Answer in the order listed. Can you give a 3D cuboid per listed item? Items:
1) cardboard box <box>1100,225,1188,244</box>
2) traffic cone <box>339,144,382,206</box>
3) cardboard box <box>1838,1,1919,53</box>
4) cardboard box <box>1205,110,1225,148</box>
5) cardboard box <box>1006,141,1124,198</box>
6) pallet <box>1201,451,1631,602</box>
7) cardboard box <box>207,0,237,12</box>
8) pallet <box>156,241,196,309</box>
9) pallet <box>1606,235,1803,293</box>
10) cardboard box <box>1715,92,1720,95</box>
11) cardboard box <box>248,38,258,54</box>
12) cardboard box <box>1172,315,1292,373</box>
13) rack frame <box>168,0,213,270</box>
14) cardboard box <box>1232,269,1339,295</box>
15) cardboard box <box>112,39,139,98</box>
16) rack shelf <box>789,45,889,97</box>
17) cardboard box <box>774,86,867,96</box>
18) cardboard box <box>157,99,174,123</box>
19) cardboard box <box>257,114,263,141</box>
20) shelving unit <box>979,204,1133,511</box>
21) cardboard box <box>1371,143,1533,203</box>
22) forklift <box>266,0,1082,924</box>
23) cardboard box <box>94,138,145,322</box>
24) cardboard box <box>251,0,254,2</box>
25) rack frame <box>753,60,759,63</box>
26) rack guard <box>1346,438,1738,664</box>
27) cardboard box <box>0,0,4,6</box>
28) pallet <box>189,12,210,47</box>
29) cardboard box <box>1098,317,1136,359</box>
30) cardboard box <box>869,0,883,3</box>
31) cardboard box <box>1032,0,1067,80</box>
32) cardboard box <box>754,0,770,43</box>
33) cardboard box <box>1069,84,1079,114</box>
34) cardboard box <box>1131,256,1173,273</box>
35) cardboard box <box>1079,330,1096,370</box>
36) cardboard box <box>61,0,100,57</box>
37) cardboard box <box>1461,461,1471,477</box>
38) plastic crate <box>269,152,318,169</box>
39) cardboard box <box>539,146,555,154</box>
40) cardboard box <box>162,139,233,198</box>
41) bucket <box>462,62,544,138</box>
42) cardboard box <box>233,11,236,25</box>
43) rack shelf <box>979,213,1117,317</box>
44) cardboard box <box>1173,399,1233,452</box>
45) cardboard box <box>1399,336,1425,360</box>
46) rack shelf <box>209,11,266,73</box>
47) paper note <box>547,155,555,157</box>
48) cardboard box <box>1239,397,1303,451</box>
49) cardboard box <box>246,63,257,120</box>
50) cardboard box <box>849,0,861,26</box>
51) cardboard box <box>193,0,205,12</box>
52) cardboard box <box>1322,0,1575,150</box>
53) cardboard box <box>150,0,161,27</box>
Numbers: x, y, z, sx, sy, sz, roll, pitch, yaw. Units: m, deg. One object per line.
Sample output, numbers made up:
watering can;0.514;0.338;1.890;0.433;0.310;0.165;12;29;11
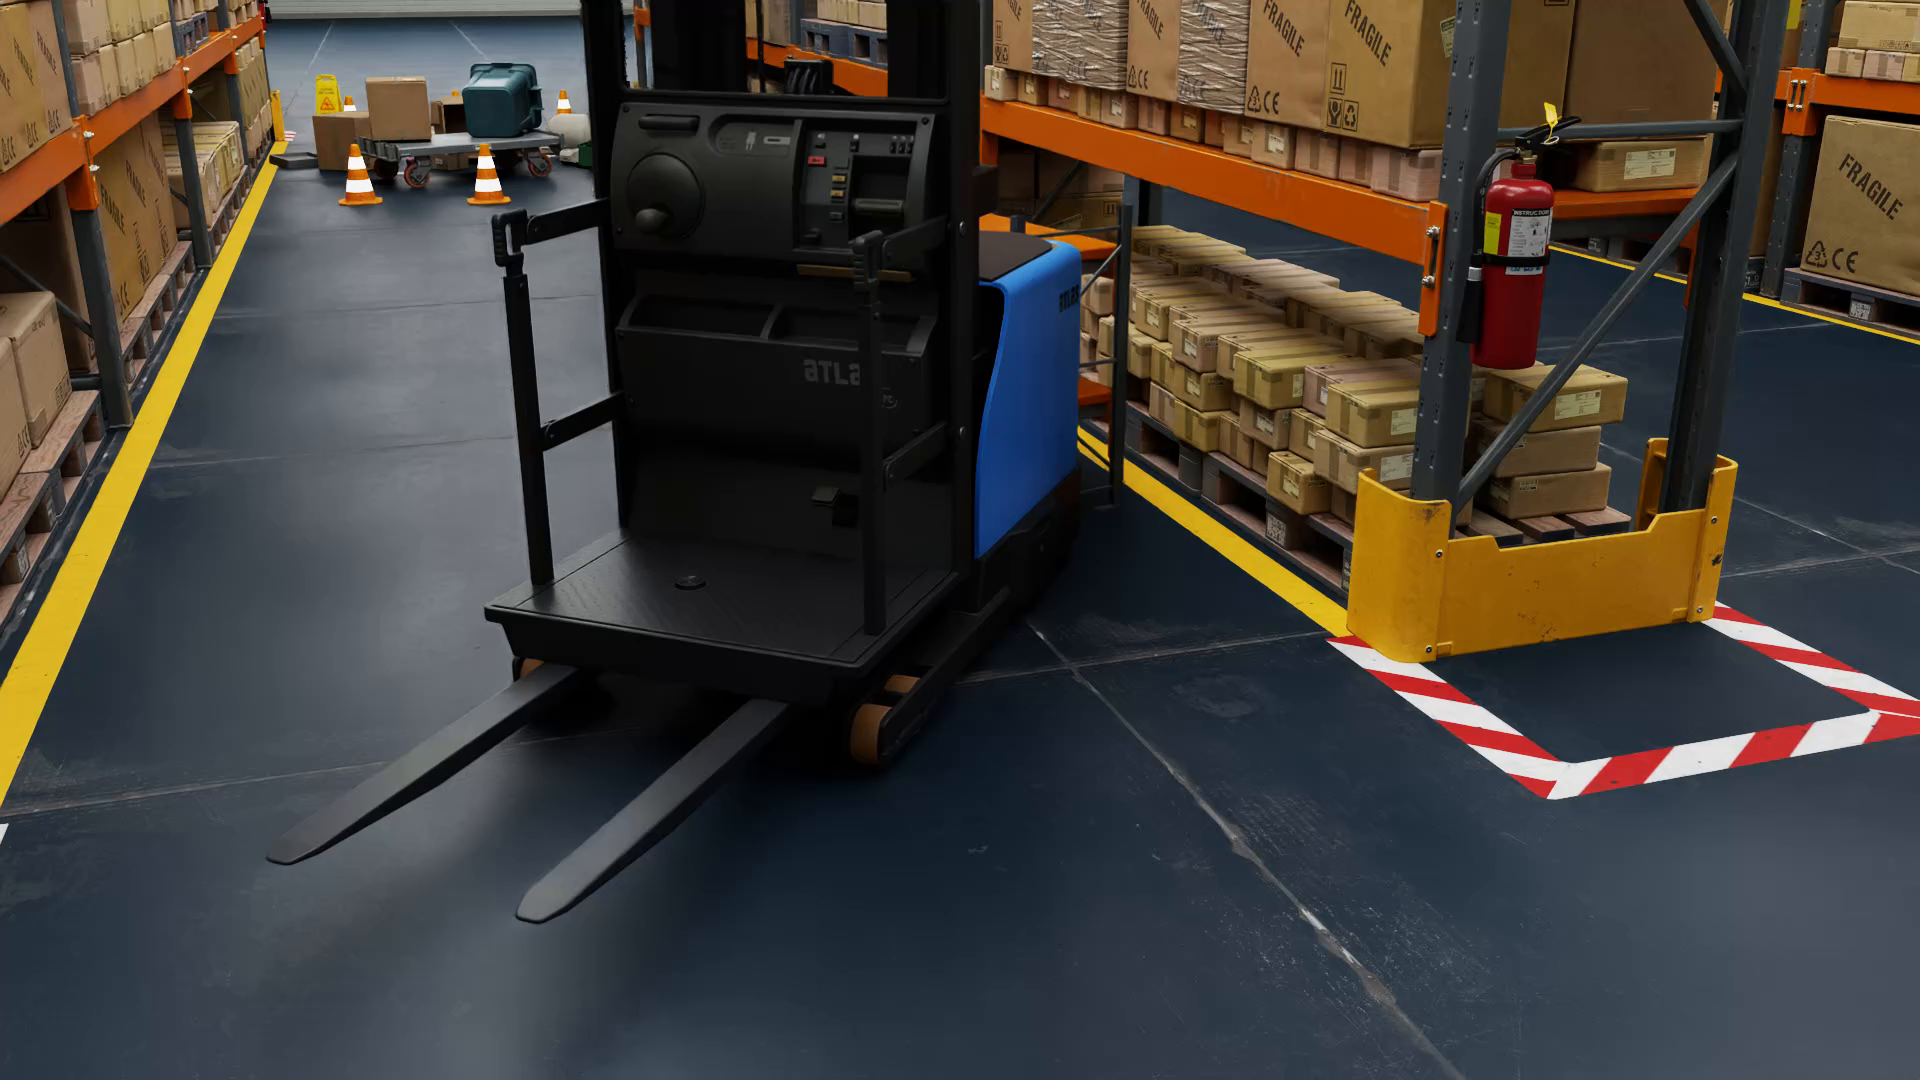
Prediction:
cardboard box;0.915;-1.467;8.280;0.380;0.149;0.250;-6;21;-16
traffic cone;-4.907;-2.984;13.539;0.336;0.463;0.334;-6;21;-17
cardboard box;5.195;-2.803;9.065;0.500;0.250;0.500;-7;21;-18
cardboard box;1.121;-1.513;6.064;0.380;0.149;0.250;-7;21;-19
cardboard box;0.574;-2.057;9.174;0.500;0.250;0.500;-7;21;-20
pallet;1.567;-0.111;5.912;1.003;0.211;1.213;-6;21;-17
cardboard box;-6.500;-4.785;14.212;0.500;0.500;0.500;-6;21;-17
pallet;-5.193;-1.570;9.975;1.003;0.211;1.213;-6;21;-17
pallet;4.982;-1.840;10.726;1.003;0.211;1.213;-6;21;-17
cardboard box;4.794;-2.600;11.240;1.225;0.875;0.875;-7;21;-19
cardboard box;-7.129;-4.851;16.362;0.380;0.149;0.250;-6;21;-16
cardboard box;1.021;-0.740;6.254;0.380;0.149;0.250;-6;21;-15
rack frame;-5.369;-3.143;10.230;1.000;3.000;0.127;-6;21;-17
cardboard box;1.394;-1.056;7.137;0.380;0.149;0.250;-7;21;-19
cardboard box;-4.309;-2.290;8.077;0.500;0.250;0.500;-7;21;-18
rack shelf;-0.073;-2.721;10.119;1.077;0.370;4.000;-6;21;-17
cardboard box;-0.807;-3.045;12.664;1.050;0.750;0.750;-7;21;-18
cardboard box;-7.067;-3.845;14.520;0.500;0.500;0.500;-7;21;-18
cardboard box;-6.903;-3.888;15.751;0.500;0.250;0.500;-7;21;-18
shelving unit;0.125;-0.764;6.380;0.538;1.125;1.048;-12;23;-30
cardboard box;1.442;-1.091;4.887;0.380;0.149;0.250;-6;21;-17
forklift;-0.583;-0.951;4.228;1.130;2.935;3.031;7;21;20
cardboard box;-4.674;-1.537;8.279;0.875;0.875;0.875;-6;21;-16
cardboard box;-7.298;-5.591;16.458;0.500;0.500;0.500;-6;21;-17
rack frame;-1.959;-4.985;15.358;1.000;3.000;0.127;-6;21;-17
rack guard;1.789;0.018;5.127;1.175;0.500;0.348;-6;21;-17
cardboard box;-3.380;-1.929;5.223;0.500;0.500;0.500;-6;21;-16
pallet;-6.030;-3.684;12.019;1.003;0.211;1.213;-6;21;-17
cardboard box;0.807;-0.852;7.007;0.380;0.149;0.250;-7;21;-18
cardboard box;-0.334;-3.331;10.064;0.380;0.149;0.250;-7;21;-18
cardboard box;0.635;-2.261;7.186;0.500;0.500;0.500;-6;21;-17
cardboard box;-1.253;-4.025;12.536;0.500;0.500;0.500;-6;21;-17
cardboard box;0.699;-1.931;7.227;0.380;0.149;0.250;-7;21;-20
cardboard box;0.728;-1.169;7.451;0.380;0.149;0.250;-7;21;-19
cardboard box;0.704;-0.887;7.545;0.380;0.149;0.250;-7;21;-18
cardboard box;-3.982;-2.195;7.073;0.500;0.250;0.500;-7;21;-19
cardboard box;1.792;-0.268;5.820;0.380;0.149;0.250;-6;21;-17
plastic crate;-6.341;-3.644;15.942;0.402;0.080;0.583;-15;25;-36
cardboard box;-4.247;-4.054;16.811;0.396;0.266;0.258;-3;20;-8
cardboard box;-6.009;-2.766;12.447;0.950;0.372;0.625;-6;21;-15
bucket;-4.190;-3.959;15.094;0.726;0.611;0.620;1;30;2
cardboard box;-6.706;-4.684;14.892;0.380;0.149;0.250;-6;21;-16
rack shelf;0.125;-1.040;6.281;0.538;0.278;1.000;-12;23;-30
cardboard box;1.042;-0.456;6.344;0.380;0.149;0.250;-7;21;-20
cardboard box;1.813;-0.645;5.990;0.380;0.149;0.250;-6;21;-17
rack shelf;-7.255;-4.730;15.712;1.077;0.370;4.000;-6;21;-17
paper note;-4.123;-3.825;16.533;0.172;0.023;0.155;1;20;2
cardboard box;1.211;-0.436;5.848;0.380;0.149;0.250;-7;21;-19
cardboard box;-6.735;-4.072;15.152;0.500;0.500;0.500;-6;20;-15
cardboard box;-0.497;-3.357;10.575;0.380;0.149;0.250;-5;20;-15
cardboard box;-5.895;-4.041;12.481;0.380;0.149;0.250;-6;21;-17
cardboard box;1.428;-1.438;4.895;0.500;0.500;0.500;-6;21;-16
cardboard box;-4.811;-3.015;9.356;0.500;0.250;0.500;-7;21;-19
